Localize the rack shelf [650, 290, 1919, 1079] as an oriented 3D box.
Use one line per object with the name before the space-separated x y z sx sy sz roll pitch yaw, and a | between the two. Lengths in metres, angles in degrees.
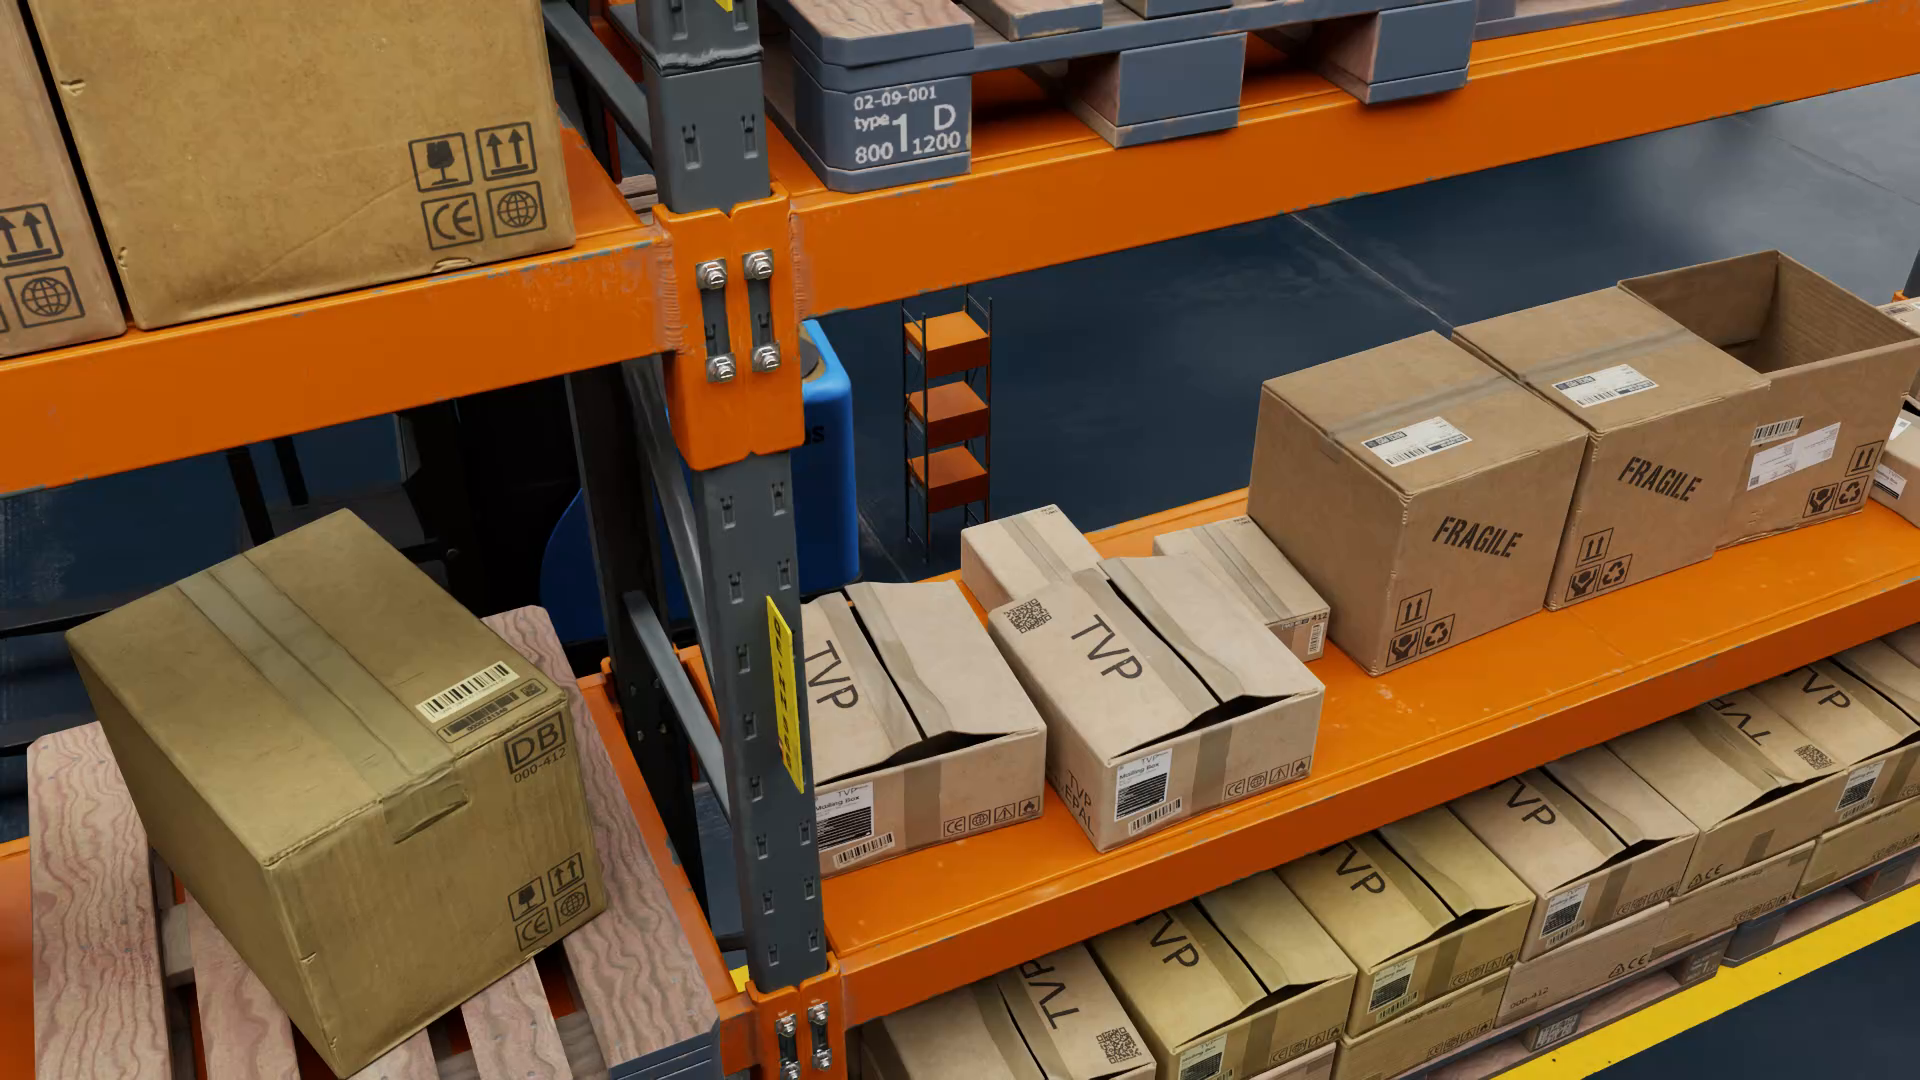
rack shelf | 1.307 0.162 4.118 4.000 0.370 1.077 -16 39 -20

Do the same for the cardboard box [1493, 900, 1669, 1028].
cardboard box | 1.483 0.948 4.409 0.500 0.250 0.500 -15 39 -19

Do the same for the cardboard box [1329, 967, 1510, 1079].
cardboard box | 1.018 1.078 4.234 0.500 0.250 0.500 -17 40 -21

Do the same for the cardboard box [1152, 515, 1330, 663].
cardboard box | 0.627 0.127 3.772 0.250 0.149 0.380 -13 38 -17

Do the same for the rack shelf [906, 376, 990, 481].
rack shelf | -0.048 -0.400 5.925 0.240 0.259 0.215 -16 39 -20

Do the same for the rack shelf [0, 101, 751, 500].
rack shelf | -2.314 -0.031 1.859 4.000 0.370 1.077 -16 39 -20

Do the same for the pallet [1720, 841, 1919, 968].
pallet | 2.467 0.694 5.137 1.213 0.211 1.003 -16 39 -20

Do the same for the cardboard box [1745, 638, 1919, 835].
cardboard box | 2.405 0.469 4.584 0.500 0.311 0.500 -15 39 -19

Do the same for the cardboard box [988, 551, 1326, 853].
cardboard box | 0.389 0.293 3.412 0.500 0.311 0.500 -16 39 -20

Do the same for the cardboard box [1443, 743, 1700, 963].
cardboard box | 1.495 0.720 4.247 0.500 0.311 0.500 -16 39 -21

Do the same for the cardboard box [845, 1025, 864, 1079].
cardboard box | -0.131 1.050 4.272 0.500 0.250 0.500 -15 39 -19

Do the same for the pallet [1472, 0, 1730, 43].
pallet | 1.084 -1.255 3.064 1.213 0.211 1.003 -14 39 -18

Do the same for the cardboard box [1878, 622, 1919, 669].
cardboard box | 2.873 0.334 4.766 0.500 0.311 0.500 -16 39 -20

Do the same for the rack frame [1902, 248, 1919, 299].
rack frame | 3.118 -0.633 4.586 0.127 3.000 1.000 -16 39 -20

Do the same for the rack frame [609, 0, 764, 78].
rack frame | -0.503 -2.031 1.434 0.127 3.000 1.000 -16 39 -20

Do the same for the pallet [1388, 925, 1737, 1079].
pallet | 1.361 1.005 4.718 1.213 0.211 1.003 -16 39 -20

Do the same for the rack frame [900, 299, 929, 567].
rack frame | -0.159 -0.377 5.877 0.008 1.050 0.200 -16 39 -20

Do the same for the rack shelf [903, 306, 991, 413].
rack shelf | -0.048 -0.628 5.756 0.240 0.259 0.215 -16 39 -20

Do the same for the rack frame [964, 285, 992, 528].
rack frame | 0.062 -0.439 5.961 0.008 1.050 0.200 -16 39 -20

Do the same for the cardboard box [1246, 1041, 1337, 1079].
cardboard box | 0.550 1.213 4.052 0.500 0.250 0.500 -17 40 -21

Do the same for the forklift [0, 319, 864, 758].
forklift | -1.898 -0.791 4.856 3.031 2.935 1.130 -11 38 -15

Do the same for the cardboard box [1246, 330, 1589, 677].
cardboard box | 1.009 -0.095 3.776 0.500 0.500 0.500 -18 40 -22

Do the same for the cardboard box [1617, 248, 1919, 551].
cardboard box | 1.939 -0.355 4.126 0.500 0.500 0.500 -13 38 -17

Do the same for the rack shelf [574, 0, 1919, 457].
rack shelf | 1.307 -1.043 3.224 4.000 0.370 1.077 -16 39 -20

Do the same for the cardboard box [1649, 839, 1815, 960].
cardboard box | 1.944 0.820 4.582 0.500 0.250 0.500 -15 39 -19

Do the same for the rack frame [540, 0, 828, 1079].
rack frame | -0.503 0.379 3.221 0.127 3.000 1.000 -16 39 -20

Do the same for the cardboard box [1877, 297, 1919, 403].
cardboard box | 2.690 -0.425 4.431 0.500 0.250 0.500 -13 39 -17

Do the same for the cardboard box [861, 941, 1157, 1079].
cardboard box | 0.096 1.115 3.713 0.500 0.311 0.500 -14 39 -18

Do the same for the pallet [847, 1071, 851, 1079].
pallet | 0.258 1.312 4.304 1.213 0.211 1.003 -16 39 -20

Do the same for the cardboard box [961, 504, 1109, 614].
cardboard box | 0.193 0.103 3.804 0.250 0.149 0.380 -16 39 -20

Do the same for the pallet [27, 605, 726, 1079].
pallet | -1.087 0.666 2.996 1.003 0.211 1.213 -16 39 -20

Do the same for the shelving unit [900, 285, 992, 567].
shelving unit | -0.048 -0.408 5.919 0.252 1.050 0.215 -16 39 -20

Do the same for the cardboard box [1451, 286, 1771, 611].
cardboard box | 1.485 -0.228 3.955 0.500 0.500 0.500 -16 39 -20

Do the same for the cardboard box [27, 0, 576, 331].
cardboard box | -0.884 -0.737 2.124 0.500 0.500 0.910 -16 39 -20

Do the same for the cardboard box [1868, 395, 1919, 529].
cardboard box | 2.400 -0.258 4.193 0.258 0.266 0.396 -17 40 -21

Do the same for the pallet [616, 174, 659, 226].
pallet | -1.887 -1.348 7.891 1.213 0.211 1.003 -16 39 -20

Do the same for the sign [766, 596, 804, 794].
sign | -0.264 0.236 2.508 0.005 0.325 0.100 -16 39 -20

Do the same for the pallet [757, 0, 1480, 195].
pallet | 0.073 -0.970 2.680 1.003 0.211 1.213 -14 39 -18

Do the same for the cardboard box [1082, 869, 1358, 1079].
cardboard box | 0.567 0.978 3.899 0.500 0.311 0.500 -17 40 -21

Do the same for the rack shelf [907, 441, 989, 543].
rack shelf | -0.048 -0.176 6.091 0.240 0.259 0.215 -16 39 -20

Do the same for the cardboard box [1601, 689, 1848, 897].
cardboard box | 1.952 0.594 4.416 0.500 0.311 0.500 -16 39 -20

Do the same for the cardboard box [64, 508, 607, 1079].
cardboard box | -1.026 0.390 2.769 0.500 0.500 0.700 -30 46 -34

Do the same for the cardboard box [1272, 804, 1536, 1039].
cardboard box | 1.030 0.850 4.071 0.500 0.311 0.500 -17 40 -21

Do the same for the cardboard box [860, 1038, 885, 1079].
cardboard box | 0.096 1.341 3.880 0.500 0.250 0.500 -16 39 -20

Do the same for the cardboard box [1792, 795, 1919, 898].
cardboard box | 2.407 0.691 4.757 0.500 0.250 0.500 -16 40 -21

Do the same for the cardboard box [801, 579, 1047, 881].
cardboard box | -0.156 0.346 3.340 0.500 0.311 0.500 -13 39 -17

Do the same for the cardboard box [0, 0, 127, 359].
cardboard box | -1.346 -0.608 1.950 0.500 0.500 0.910 -16 39 -20

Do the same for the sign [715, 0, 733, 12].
sign | -0.275 -0.740 1.778 0.005 0.325 0.100 -16 39 -20

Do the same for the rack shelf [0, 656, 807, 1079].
rack shelf | -2.314 1.174 2.753 4.000 0.370 1.077 -16 39 -20
